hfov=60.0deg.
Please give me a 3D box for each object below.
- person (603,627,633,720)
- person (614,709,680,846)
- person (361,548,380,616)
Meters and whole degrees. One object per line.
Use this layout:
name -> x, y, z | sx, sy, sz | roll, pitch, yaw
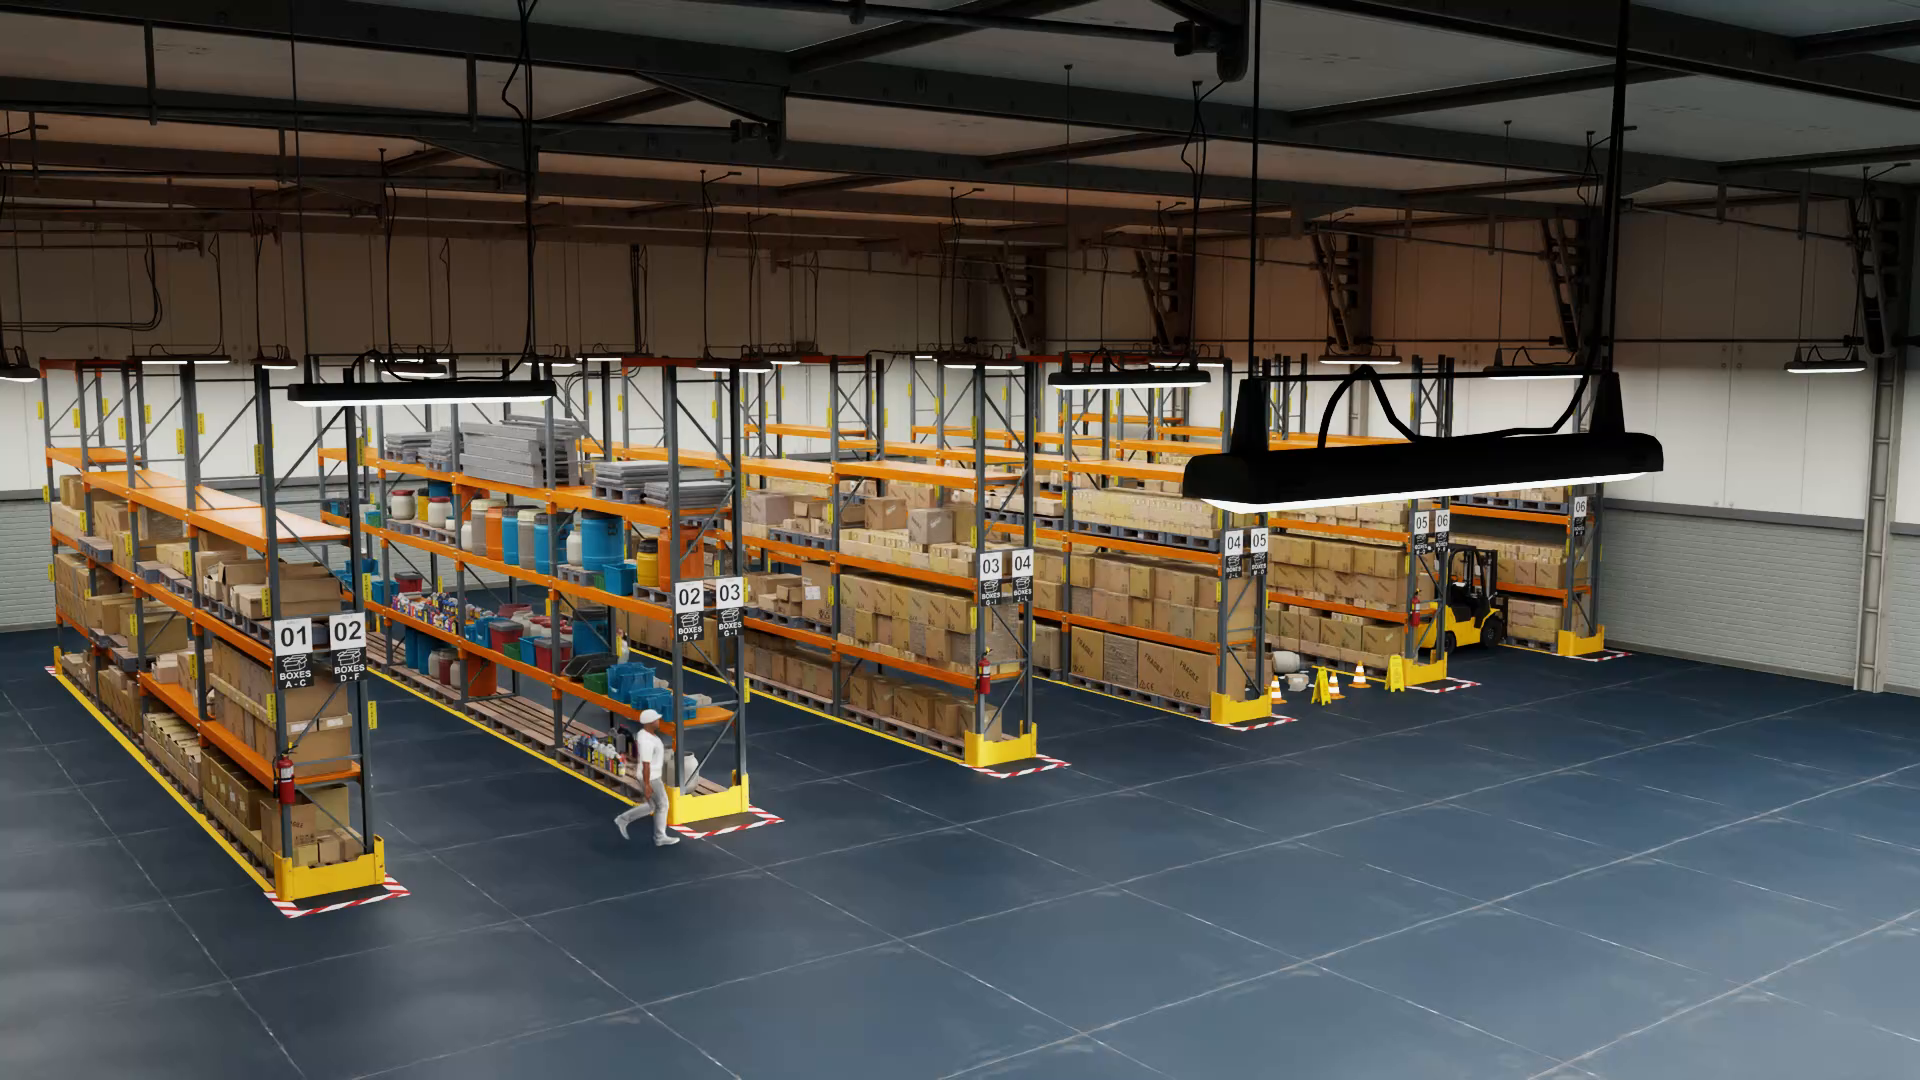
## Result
person -> -5.719, 2.216, 27.854 | 0.428, 1.535, 0.994 | -5, 9, -37
person -> -3.940, 2.969, 20.845 | 0.806, 1.735, 0.601 | -1, 7, -11
person -> -13.241, 1.032, 36.896 | 0.504, 1.750, 1.006 | 3, 8, 27
